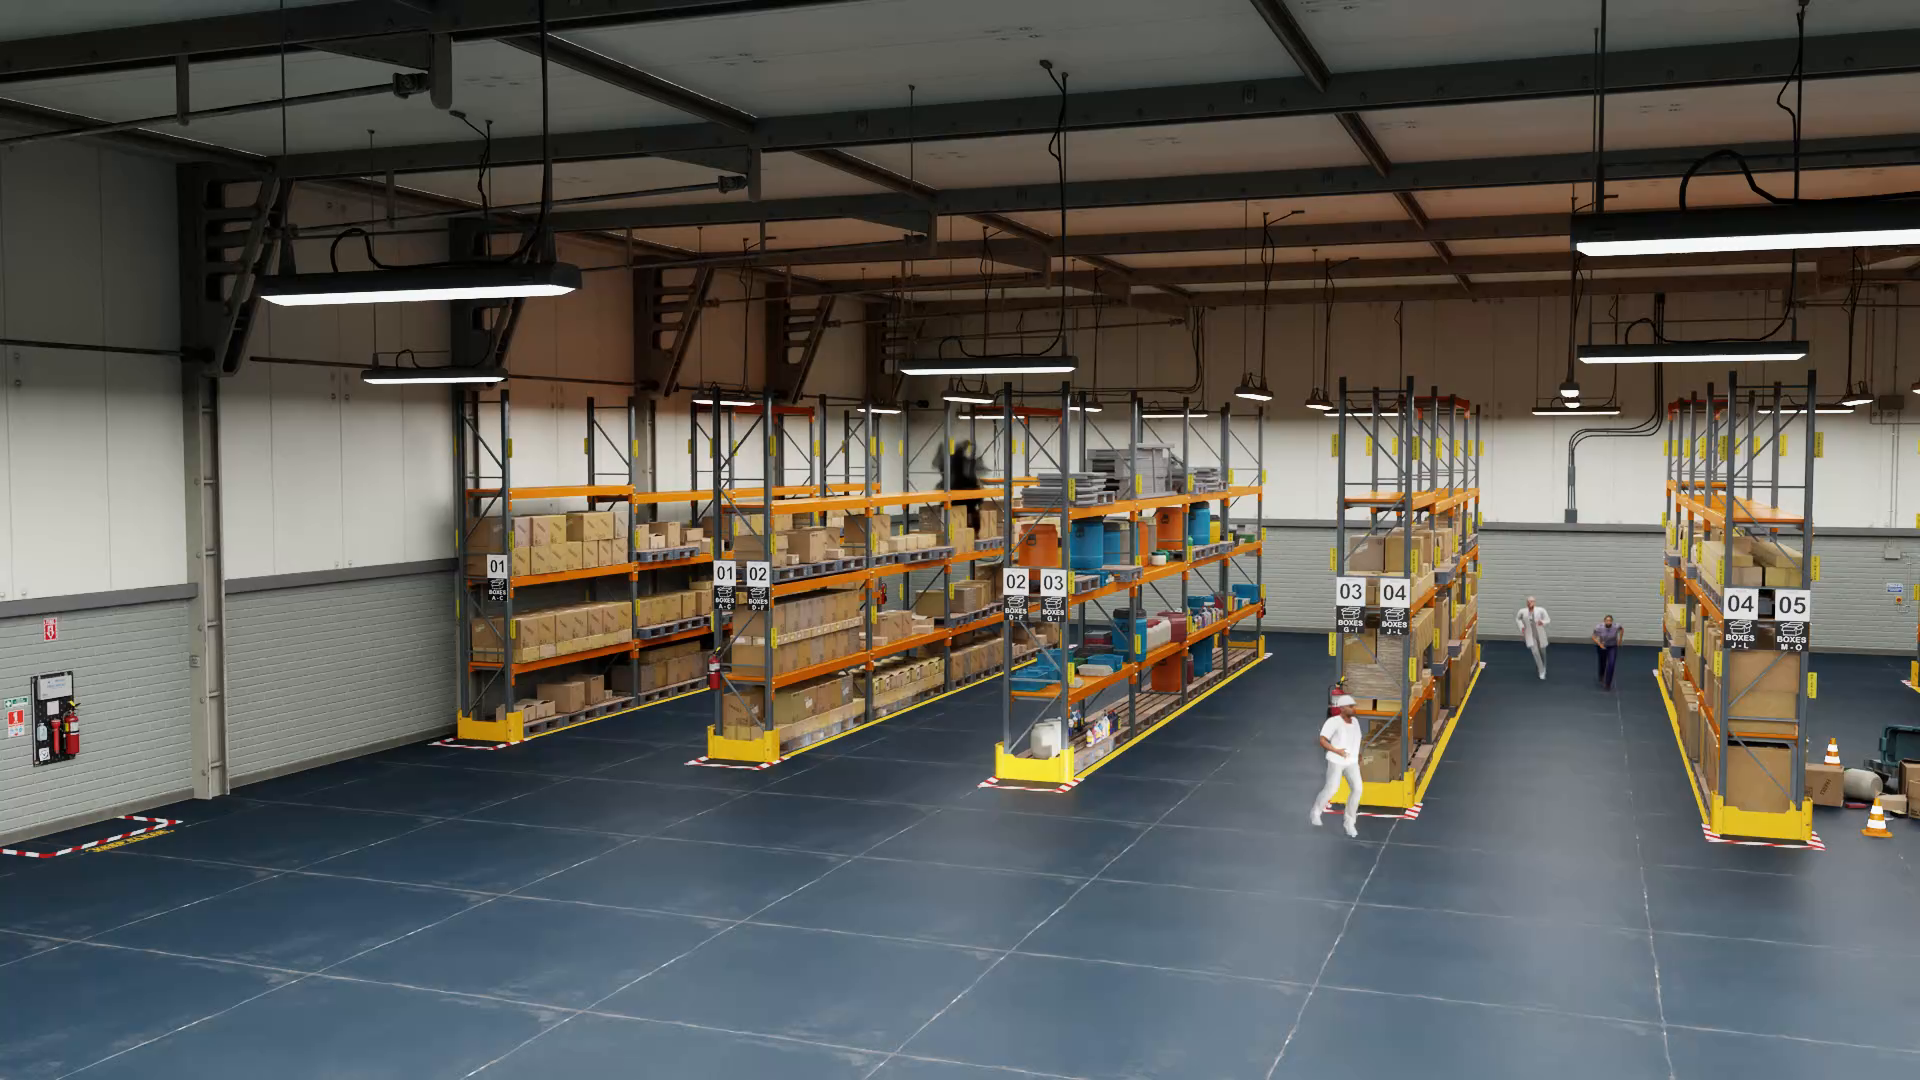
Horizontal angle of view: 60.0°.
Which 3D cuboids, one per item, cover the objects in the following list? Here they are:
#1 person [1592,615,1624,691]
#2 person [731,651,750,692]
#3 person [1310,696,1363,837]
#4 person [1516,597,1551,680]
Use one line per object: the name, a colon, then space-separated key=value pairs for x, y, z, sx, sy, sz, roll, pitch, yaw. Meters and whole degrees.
person: x=13.509 y=2.327 z=34.749 sx=0.641 sy=1.611 sz=0.980 roll=1 pitch=3 yaw=12
person: x=-4.040 y=2.422 z=31.738 sx=0.573 sy=1.709 sz=0.890 roll=1 pitch=3 yaw=15
person: x=5.015 y=2.930 z=21.784 sx=0.754 sy=1.793 sz=0.793 roll=-2 pitch=3 yaw=-26
person: x=12.539 y=2.120 z=36.381 sx=0.710 sy=1.762 sz=0.994 roll=1 pitch=3 yaw=16
